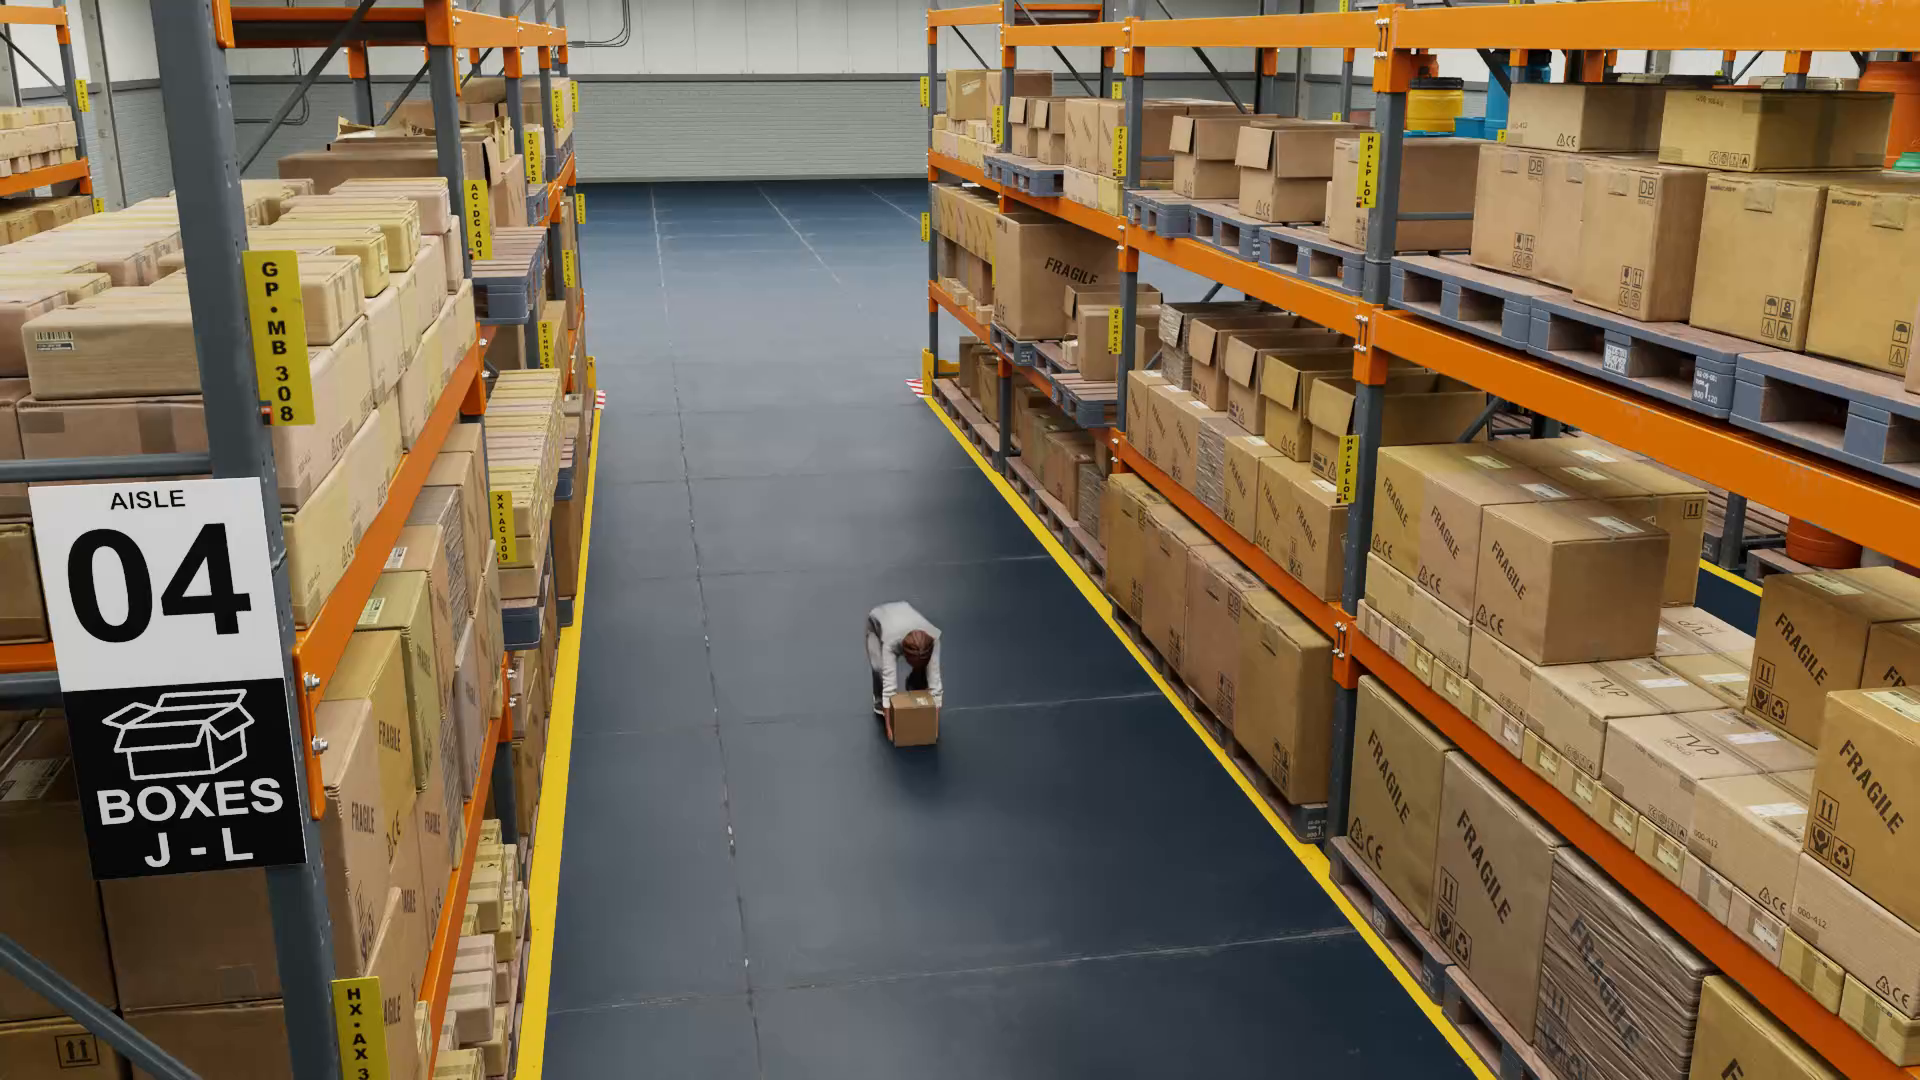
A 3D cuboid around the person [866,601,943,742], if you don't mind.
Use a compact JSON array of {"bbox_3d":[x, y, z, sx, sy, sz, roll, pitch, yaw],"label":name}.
[{"bbox_3d":[-0.340,0.771,10.109,0.421,0.715,0.869,-4,17,-12],"label":"person"}]
